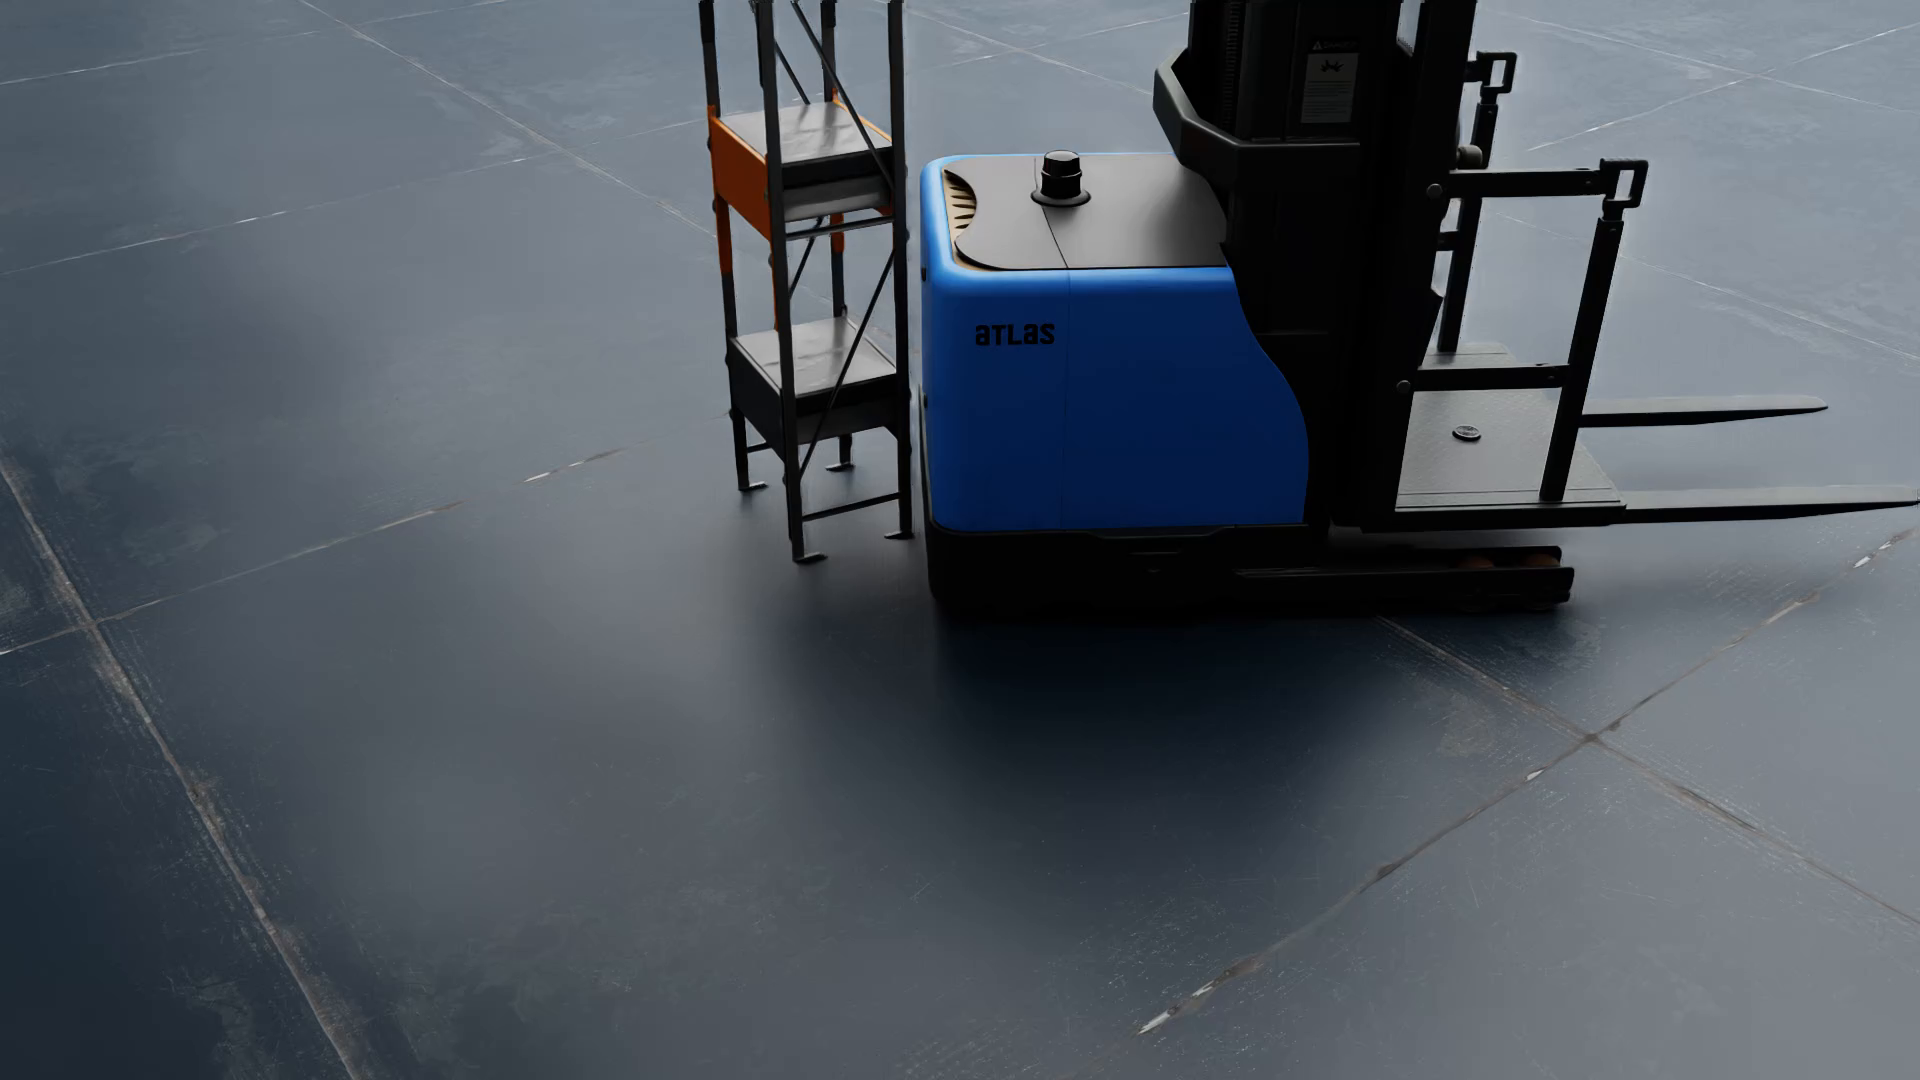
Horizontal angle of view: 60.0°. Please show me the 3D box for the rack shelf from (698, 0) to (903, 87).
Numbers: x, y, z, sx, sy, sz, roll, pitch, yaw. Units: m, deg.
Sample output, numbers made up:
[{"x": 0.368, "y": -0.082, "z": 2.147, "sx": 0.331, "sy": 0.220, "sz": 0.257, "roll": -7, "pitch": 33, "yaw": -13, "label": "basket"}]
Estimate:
[{"x": -0.444, "y": -1.569, "z": 4.485, "sx": 0.431, "sy": 0.518, "sz": 0.480, "roll": -15, "pitch": 35, "yaw": -22, "label": "rack shelf"}]

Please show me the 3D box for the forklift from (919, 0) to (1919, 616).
[{"x": 1.400, "y": -1.311, "z": 4.583, "sx": 3.031, "sy": 2.935, "sz": 1.130, "roll": -2, "pitch": 32, "yaw": -3, "label": "forklift"}]

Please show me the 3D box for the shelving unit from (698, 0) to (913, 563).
[{"x": -0.444, "y": -0.986, "z": 4.847, "sx": 0.431, "sy": 2.100, "sz": 0.503, "roll": -15, "pitch": 35, "yaw": -22, "label": "shelving unit"}]

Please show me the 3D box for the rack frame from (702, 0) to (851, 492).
[{"x": -0.552, "y": -1.101, "z": 5.033, "sx": 0.400, "sy": 2.100, "sz": 0.015, "roll": -15, "pitch": 35, "yaw": -22, "label": "rack frame"}]

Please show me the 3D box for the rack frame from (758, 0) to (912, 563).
[{"x": -0.335, "y": -0.871, "z": 4.662, "sx": 0.400, "sy": 2.100, "sz": 0.015, "roll": -15, "pitch": 35, "yaw": -22, "label": "rack frame"}]

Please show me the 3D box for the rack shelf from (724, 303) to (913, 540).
[{"x": -0.444, "y": -0.380, "z": 5.224, "sx": 0.431, "sy": 0.518, "sz": 0.480, "roll": -15, "pitch": 35, "yaw": -22, "label": "rack shelf"}]

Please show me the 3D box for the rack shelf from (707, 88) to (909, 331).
[{"x": -0.444, "y": -0.974, "z": 4.855, "sx": 0.431, "sy": 0.518, "sz": 0.480, "roll": -15, "pitch": 35, "yaw": -22, "label": "rack shelf"}]
